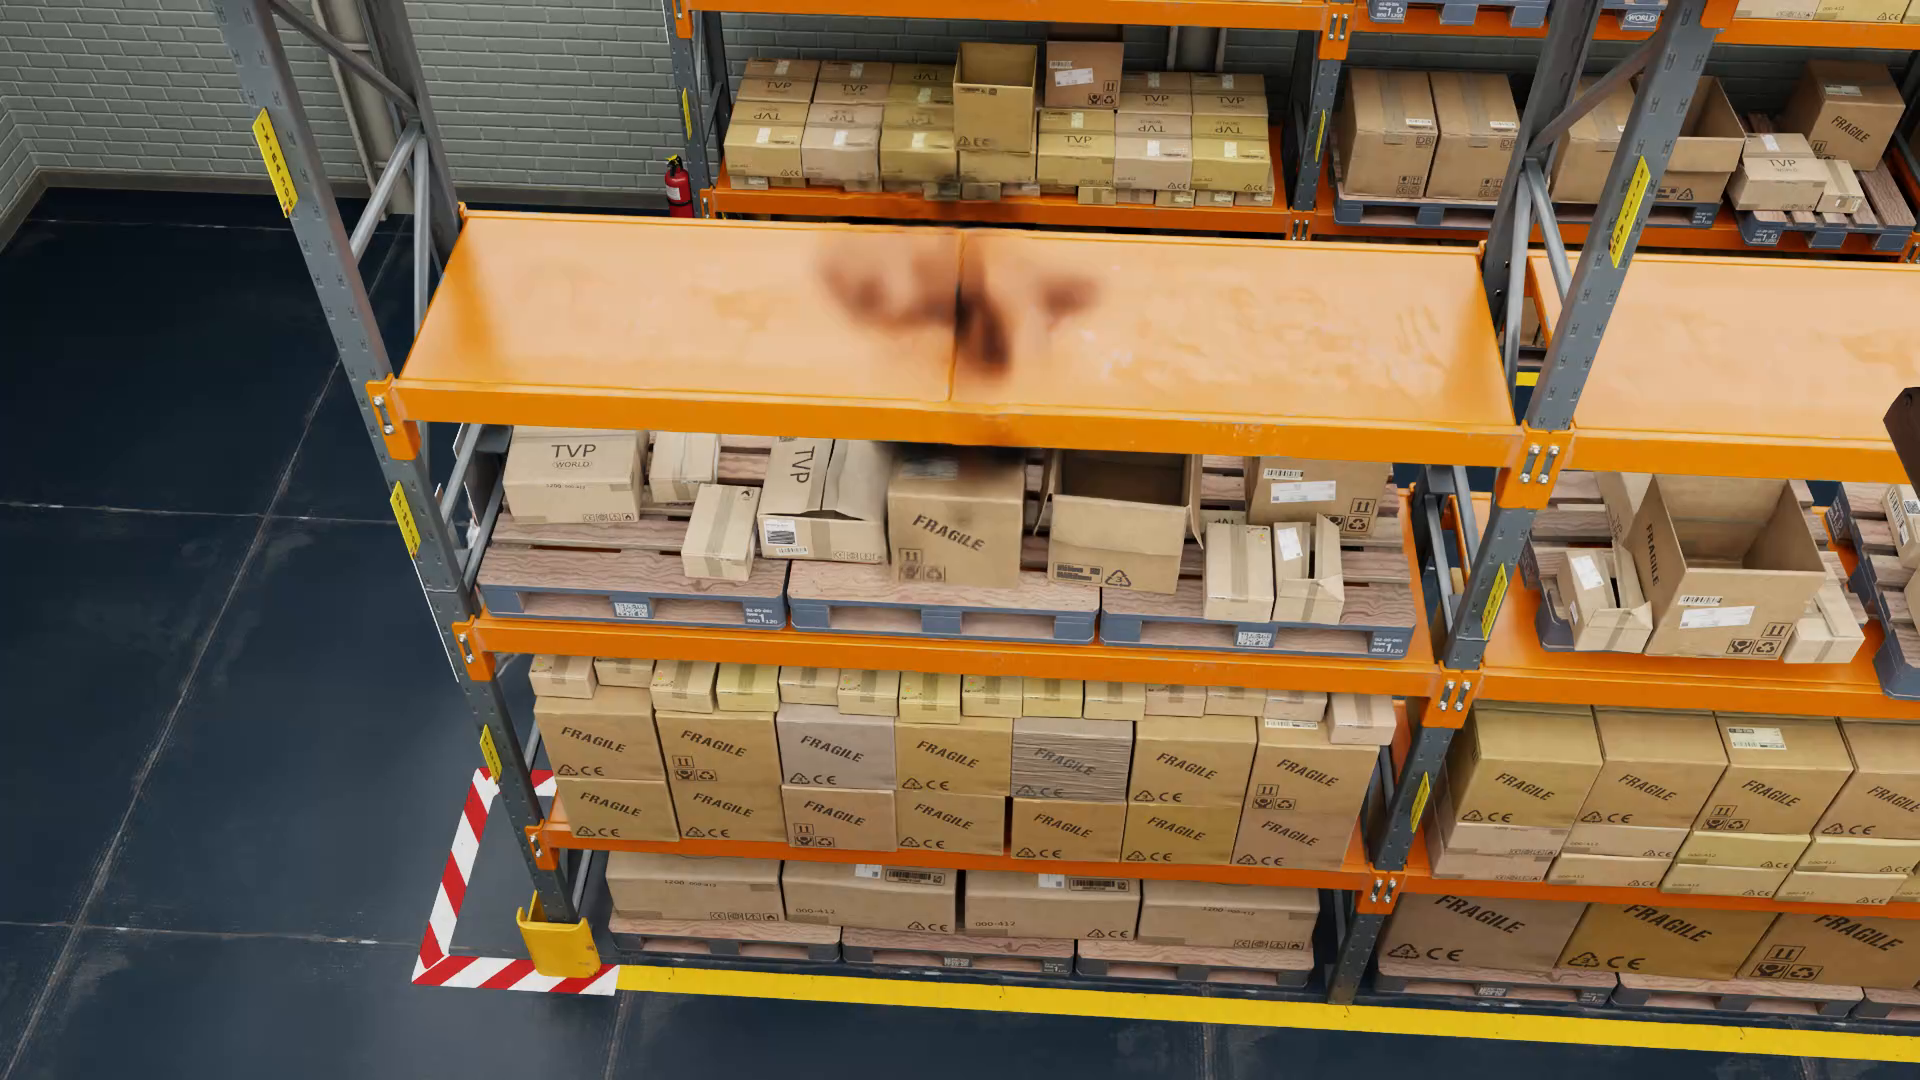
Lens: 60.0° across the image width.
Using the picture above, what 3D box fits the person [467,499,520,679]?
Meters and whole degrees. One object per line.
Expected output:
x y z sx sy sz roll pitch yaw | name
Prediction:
-2.389 0.253 9.074 0.710 1.783 0.645 -27 53 -22 | person
